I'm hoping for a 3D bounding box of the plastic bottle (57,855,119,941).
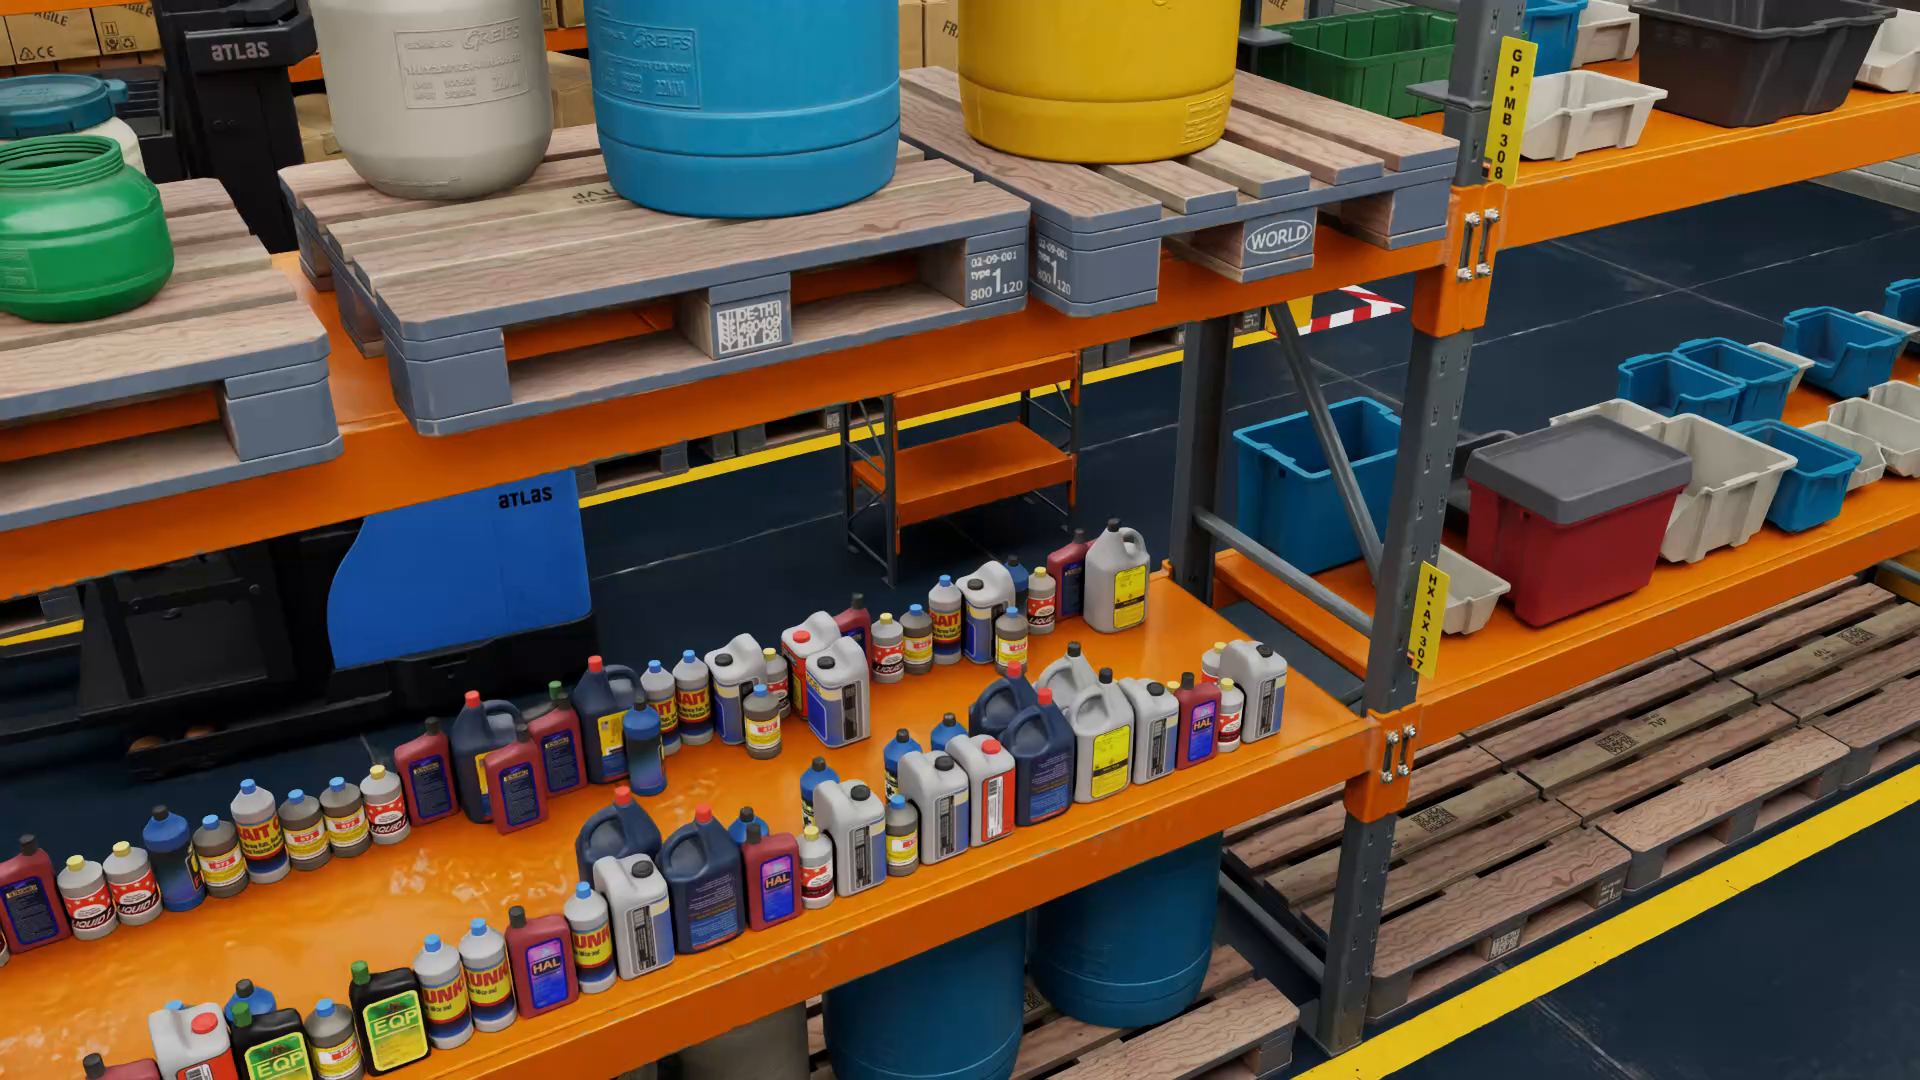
[{"bbox_3d":[-2.030,0.822,3.862,0.097,0.201,0.097,0,29,0],"label":"plastic bottle"}]

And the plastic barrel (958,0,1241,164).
[{"bbox_3d":[0.294,-1.162,3.517,0.600,0.588,0.600,0,29,0],"label":"plastic barrel"}]

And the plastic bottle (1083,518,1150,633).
[{"bbox_3d":[0.476,0.092,5.030,0.185,0.351,0.144,-16,33,-26],"label":"plastic bottle"}]

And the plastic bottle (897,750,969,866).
[{"bbox_3d":[-0.064,0.641,4.113,0.135,0.276,0.152,-16,33,-26],"label":"plastic bottle"}]

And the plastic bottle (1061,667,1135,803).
[{"bbox_3d":[0.352,0.492,4.304,0.185,0.351,0.144,-16,33,-26],"label":"plastic bottle"}]

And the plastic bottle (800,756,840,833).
[{"bbox_3d":[-0.343,0.652,4.097,0.097,0.271,0.097,0,29,0],"label":"plastic bottle"}]

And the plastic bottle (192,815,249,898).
[{"bbox_3d":[-1.778,0.750,3.992,0.097,0.201,0.097,0,29,0],"label":"plastic bottle"}]

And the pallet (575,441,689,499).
[{"bbox_3d":[-2.210,-0.519,8.972,1.213,0.211,1.003,-16,33,-26],"label":"pallet"}]

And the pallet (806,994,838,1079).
[{"bbox_3d":[-0.761,1.802,4.765,1.213,0.211,1.003,-16,33,-26],"label":"pallet"}]

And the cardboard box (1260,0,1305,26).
[{"bbox_3d":[1.676,-3.192,9.791,0.500,0.500,0.500,-16,33,-27],"label":"cardboard box"}]

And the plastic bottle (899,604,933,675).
[{"bbox_3d":[-0.127,0.281,4.841,0.097,0.201,0.097,0,29,0],"label":"plastic bottle"}]

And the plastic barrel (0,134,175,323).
[{"bbox_3d":[-1.440,-0.504,2.681,0.294,0.245,0.294,0,29,0],"label":"plastic barrel"}]

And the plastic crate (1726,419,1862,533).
[{"bbox_3d":[2.786,-0.213,5.643,0.300,0.233,0.416,-16,33,-26],"label":"plastic crate"}]

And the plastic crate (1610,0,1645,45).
[{"bbox_3d":[2.360,-1.717,5.275,0.530,0.282,0.437,-16,33,-26],"label":"plastic crate"}]

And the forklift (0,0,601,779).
[{"bbox_3d":[-3.119,-0.633,6.364,3.031,2.935,1.130,-12,31,-20],"label":"forklift"}]

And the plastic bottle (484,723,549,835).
[{"bbox_3d":[-1.120,0.598,4.183,0.133,0.283,0.061,-16,33,-26],"label":"plastic bottle"}]

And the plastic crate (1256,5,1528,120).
[{"bbox_3d":[1.190,-1.341,4.690,0.662,0.188,0.450,-16,33,-26],"label":"plastic crate"}]

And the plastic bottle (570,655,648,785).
[{"bbox_3d":[-0.920,0.454,4.374,0.185,0.351,0.144,-16,33,-26],"label":"plastic bottle"}]

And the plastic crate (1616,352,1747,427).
[{"bbox_3d":[2.653,-0.504,6.169,0.300,0.233,0.416,-16,33,-26],"label":"plastic crate"}]

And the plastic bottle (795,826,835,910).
[{"bbox_3d":[-0.350,0.770,3.956,0.097,0.201,0.097,0,29,0],"label":"plastic bottle"}]

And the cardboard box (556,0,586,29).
[{"bbox_3d":[-2.933,-4.451,12.901,0.700,0.700,0.980,-17,33,-28],"label":"cardboard box"}]

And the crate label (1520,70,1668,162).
[{"bbox_3d":[1.547,-1.088,4.285,0.466,0.136,0.293,-16,33,-26],"label":"crate label"}]

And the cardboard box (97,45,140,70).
[{"bbox_3d":[-5.771,-3.301,11.367,0.250,0.149,0.380,-16,33,-26],"label":"cardboard box"}]

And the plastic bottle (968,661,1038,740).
[{"bbox_3d":[0.119,0.478,4.331,0.185,0.351,0.144,-16,33,-26],"label":"plastic bottle"}]

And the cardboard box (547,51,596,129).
[{"bbox_3d":[-2.050,-2.160,8.521,0.700,0.500,0.500,22,36,34],"label":"cardboard box"}]

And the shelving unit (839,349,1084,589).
[{"bbox_3d":[0.006,-0.494,7.981,1.048,1.125,0.538,-16,33,-26],"label":"shelving unit"}]

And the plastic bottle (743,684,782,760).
[{"bbox_3d":[-0.533,0.482,4.478,0.097,0.201,0.097,0,29,0],"label":"plastic bottle"}]

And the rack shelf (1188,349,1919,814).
[{"bbox_3d":[2.703,-0.065,6.008,4.000,0.370,1.077,-16,33,-26],"label":"rack shelf"}]

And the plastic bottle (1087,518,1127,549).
[{"bbox_3d":[0.446,0.073,5.135,0.133,0.283,0.061,-16,33,-26],"label":"plastic bottle"}]

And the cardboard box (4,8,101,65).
[{"bbox_3d":[-6.056,-3.479,11.017,0.500,0.500,0.500,-16,33,-27],"label":"cardboard box"}]

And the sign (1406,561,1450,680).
[{"bbox_3d":[1.255,0.218,4.464,0.005,0.325,0.100,-16,33,-26],"label":"sign"}]

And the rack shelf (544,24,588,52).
[{"bbox_3d":[-2.316,-4.192,13.486,4.000,0.370,1.077,-16,33,-26],"label":"rack shelf"}]

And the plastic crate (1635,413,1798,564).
[{"bbox_3d":[2.388,-0.162,5.500,0.530,0.282,0.437,-16,33,-26],"label":"plastic crate"}]

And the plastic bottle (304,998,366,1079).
[{"bbox_3d":[-1.306,1.041,3.464,0.097,0.201,0.097,0,29,0],"label":"plastic bottle"}]

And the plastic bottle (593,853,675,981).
[{"bbox_3d":[-0.738,0.832,3.766,0.135,0.276,0.152,-16,33,-26],"label":"plastic bottle"}]

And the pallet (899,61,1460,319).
[{"bbox_3d":[0.352,-0.889,3.847,1.003,0.211,1.213,-16,33,-26],"label":"pallet"}]

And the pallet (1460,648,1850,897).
[{"bbox_3d":[2.646,0.834,6.521,1.213,0.211,1.003,-16,33,-26],"label":"pallet"}]

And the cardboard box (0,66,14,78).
[{"bbox_3d":[-6.440,-3.122,11.042,0.250,0.149,0.380,-16,33,-27],"label":"cardboard box"}]

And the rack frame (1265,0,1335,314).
[{"bbox_3d":[1.921,-2.934,10.462,0.127,3.000,1.000,-16,33,-26],"label":"rack frame"}]

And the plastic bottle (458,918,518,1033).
[{"bbox_3d":[-1.023,0.930,3.593,0.097,0.271,0.097,0,29,0],"label":"plastic bottle"}]

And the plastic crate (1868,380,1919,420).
[{"bbox_3d":[3.558,-0.441,6.155,0.243,0.136,0.396,-16,33,-26],"label":"plastic crate"}]

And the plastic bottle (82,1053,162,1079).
[{"bbox_3d":[-1.627,1.107,3.260,0.133,0.283,0.061,-16,33,-26],"label":"plastic bottle"}]

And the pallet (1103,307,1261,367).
[{"bbox_3d":[1.168,-1.499,10.748,1.213,0.211,1.003,-16,33,-26],"label":"pallet"}]

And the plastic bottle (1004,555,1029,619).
[{"bbox_3d":[0.157,0.170,4.970,0.097,0.271,0.097,0,29,0],"label":"plastic bottle"}]

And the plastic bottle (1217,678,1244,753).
[{"bbox_3d":[0.716,0.467,4.504,0.097,0.201,0.097,0,29,0],"label":"plastic bottle"}]

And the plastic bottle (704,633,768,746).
[{"bbox_3d":[-0.612,0.402,4.546,0.135,0.276,0.152,-16,33,-26],"label":"plastic bottle"}]

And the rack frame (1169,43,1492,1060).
[{"bbox_3d":[0.978,0.109,4.947,0.127,3.000,1.000,-16,33,-26],"label":"rack frame"}]

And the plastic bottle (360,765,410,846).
[{"bbox_3d":[-1.443,0.655,4.164,0.097,0.201,0.097,0,29,0],"label":"plastic bottle"}]

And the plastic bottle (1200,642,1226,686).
[{"bbox_3d":[0.723,0.380,4.662,0.097,0.201,0.097,0,29,0],"label":"plastic bottle"}]

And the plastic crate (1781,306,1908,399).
[{"bbox_3d":[3.480,-0.738,6.594,0.300,0.233,0.416,-16,33,-26],"label":"plastic crate"}]

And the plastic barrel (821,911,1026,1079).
[{"bbox_3d":[-0.110,1.144,4.810,0.708,0.901,0.600,-16,33,-26],"label":"plastic barrel"}]

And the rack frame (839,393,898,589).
[{"bbox_3d":[-0.432,-0.370,7.756,0.032,1.125,0.500,-16,33,-26],"label":"rack frame"}]

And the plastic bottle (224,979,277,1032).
[{"bbox_3d":[-1.452,1.018,3.434,0.097,0.271,0.097,0,29,0],"label":"plastic bottle"}]
